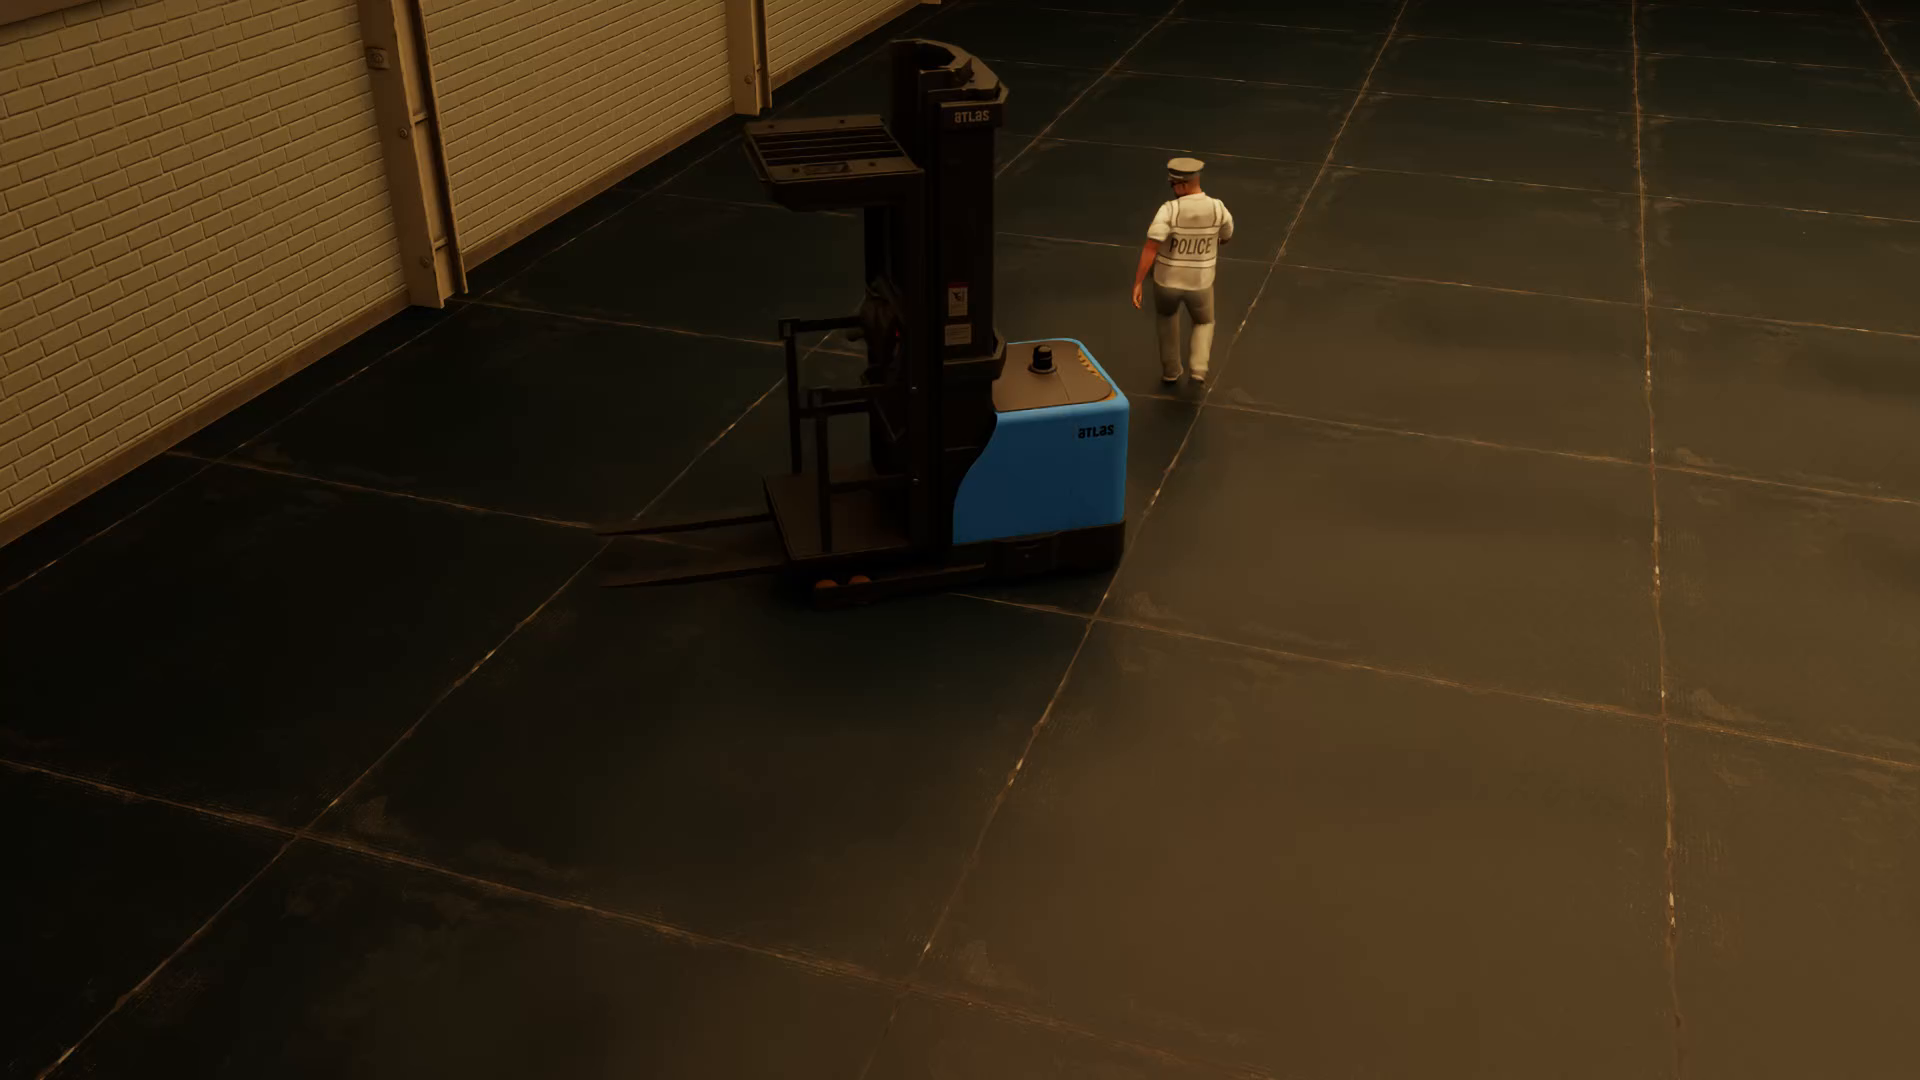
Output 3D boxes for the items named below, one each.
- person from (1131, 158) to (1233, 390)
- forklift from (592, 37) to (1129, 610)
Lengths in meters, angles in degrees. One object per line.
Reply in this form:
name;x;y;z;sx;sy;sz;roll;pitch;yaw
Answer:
person;1.549;-1.844;11.649;0.665;1.684;0.695;4;30;7
forklift;-0.608;-1.169;9.188;3.031;2.935;1.130;-7;30;-13
